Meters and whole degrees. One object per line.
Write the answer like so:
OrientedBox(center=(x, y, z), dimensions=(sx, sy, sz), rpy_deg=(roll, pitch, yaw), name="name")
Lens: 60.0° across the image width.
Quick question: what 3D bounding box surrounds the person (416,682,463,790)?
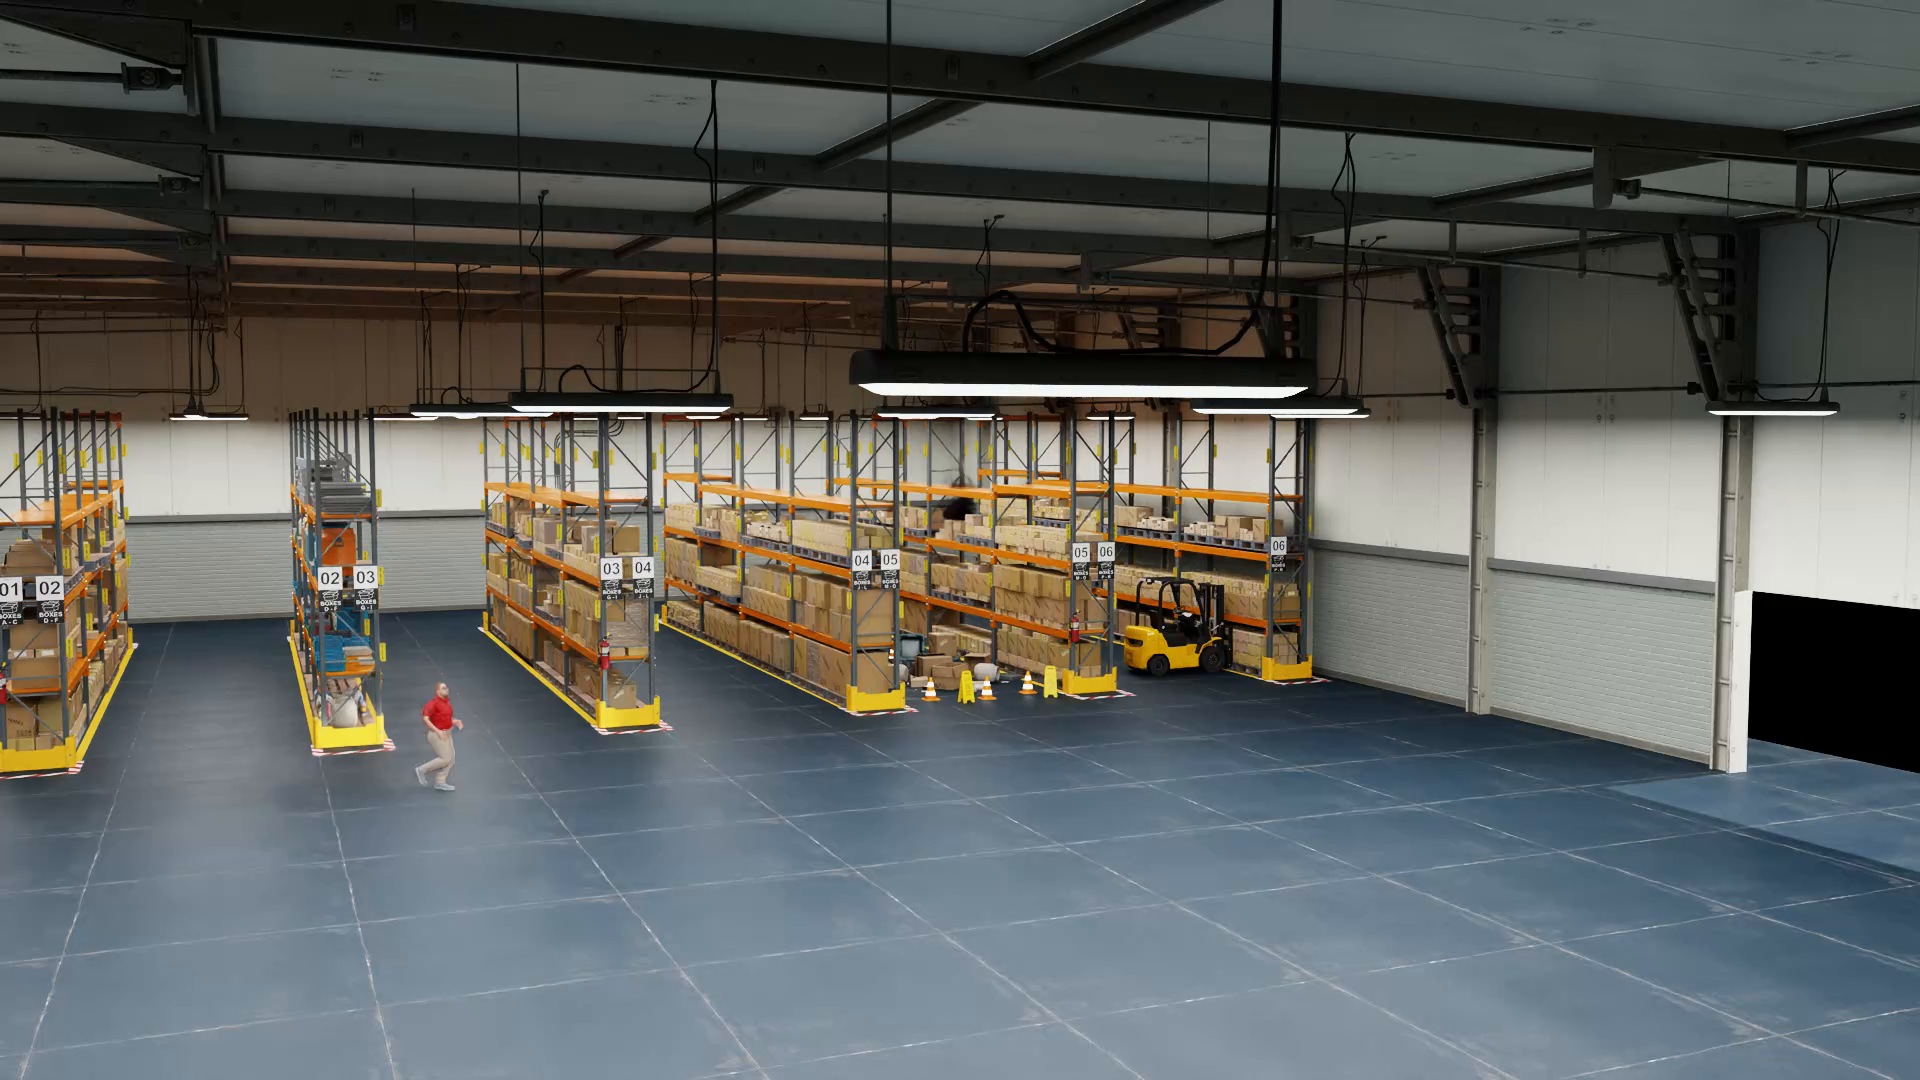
OrientedBox(center=(-8.133, 3.065, 26.012), dimensions=(0.647, 1.700, 0.653), rpy_deg=(0, 4, 5), name="person")
